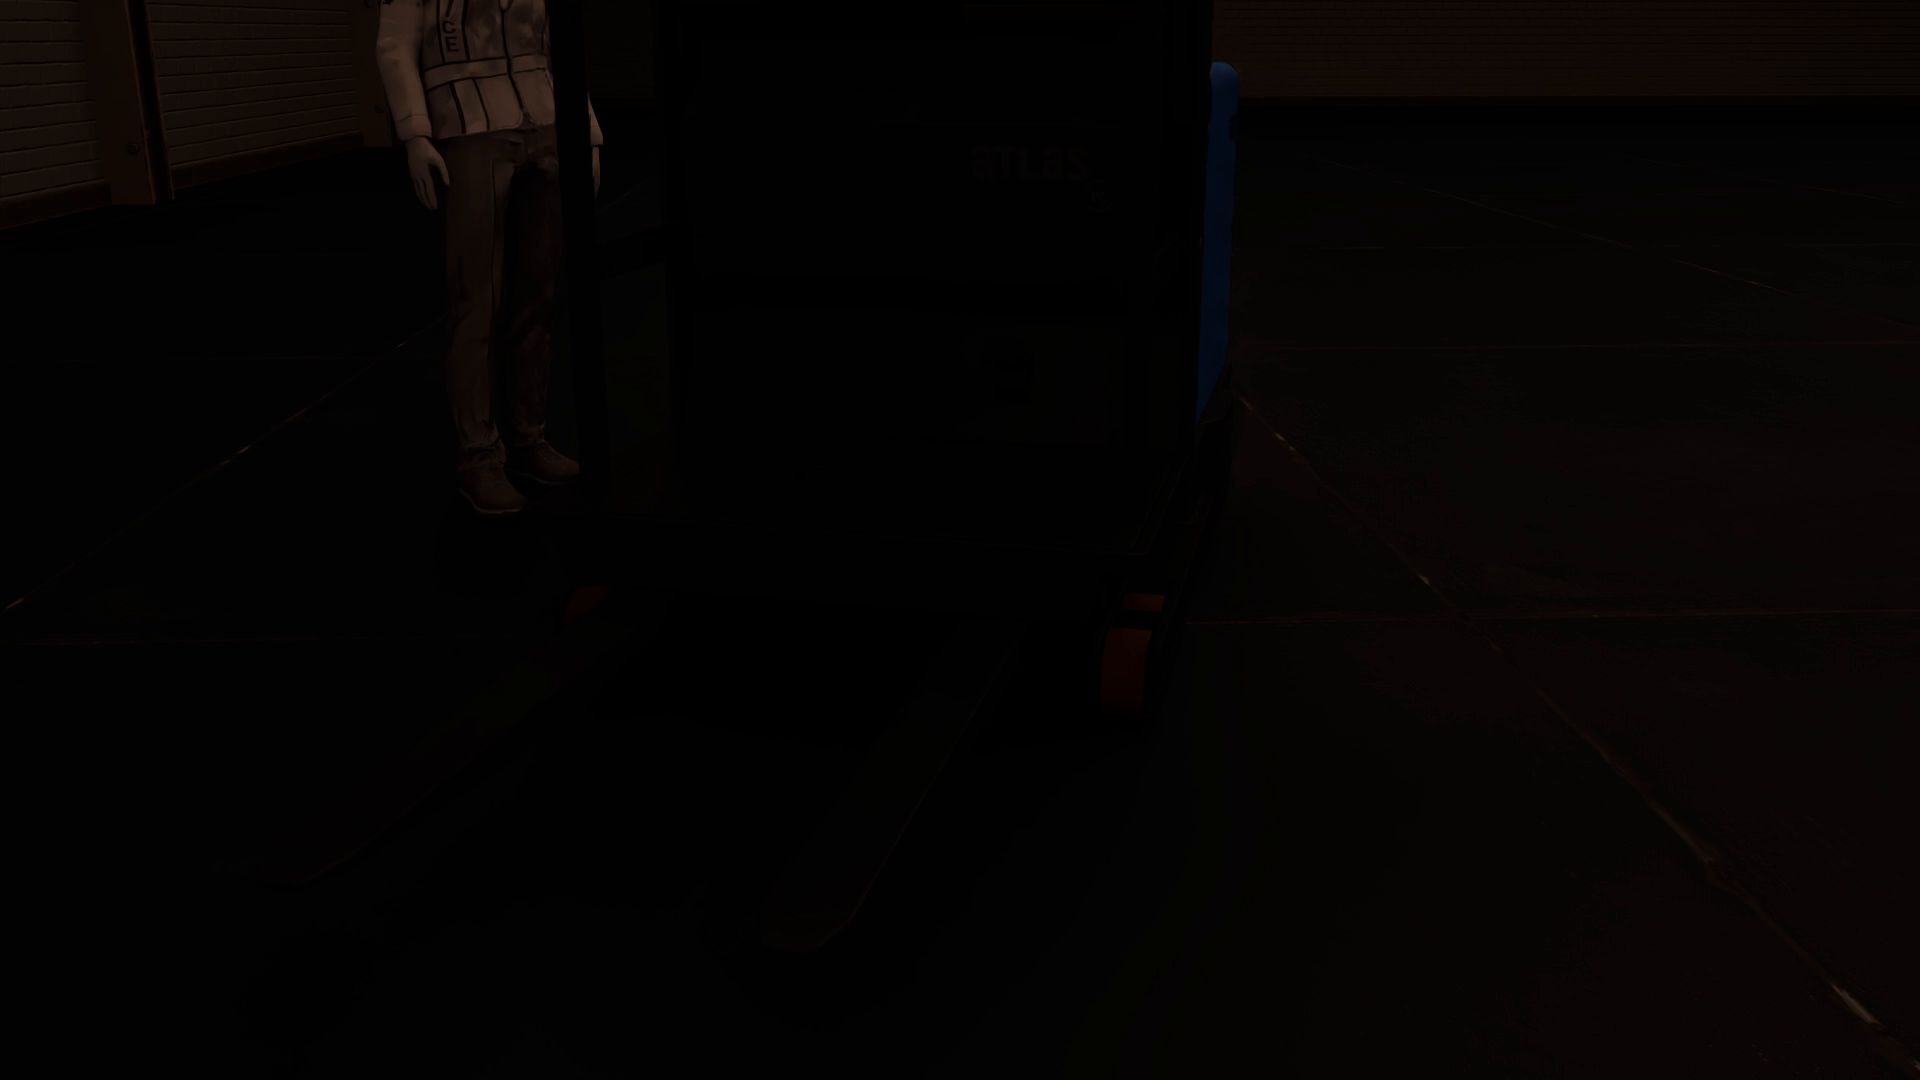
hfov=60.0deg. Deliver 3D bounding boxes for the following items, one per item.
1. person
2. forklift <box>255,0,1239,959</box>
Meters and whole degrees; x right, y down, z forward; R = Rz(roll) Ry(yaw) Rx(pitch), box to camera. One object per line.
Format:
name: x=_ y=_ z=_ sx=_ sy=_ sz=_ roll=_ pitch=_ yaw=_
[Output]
person: x=-1.107 y=-0.959 z=4.130 sx=0.530 sy=1.694 sz=0.586 roll=14 pitch=22 yaw=39
forklift: x=-0.125 y=-1.208 z=2.857 sx=1.130 sy=2.935 sz=3.031 roll=4 pitch=17 yaw=13
